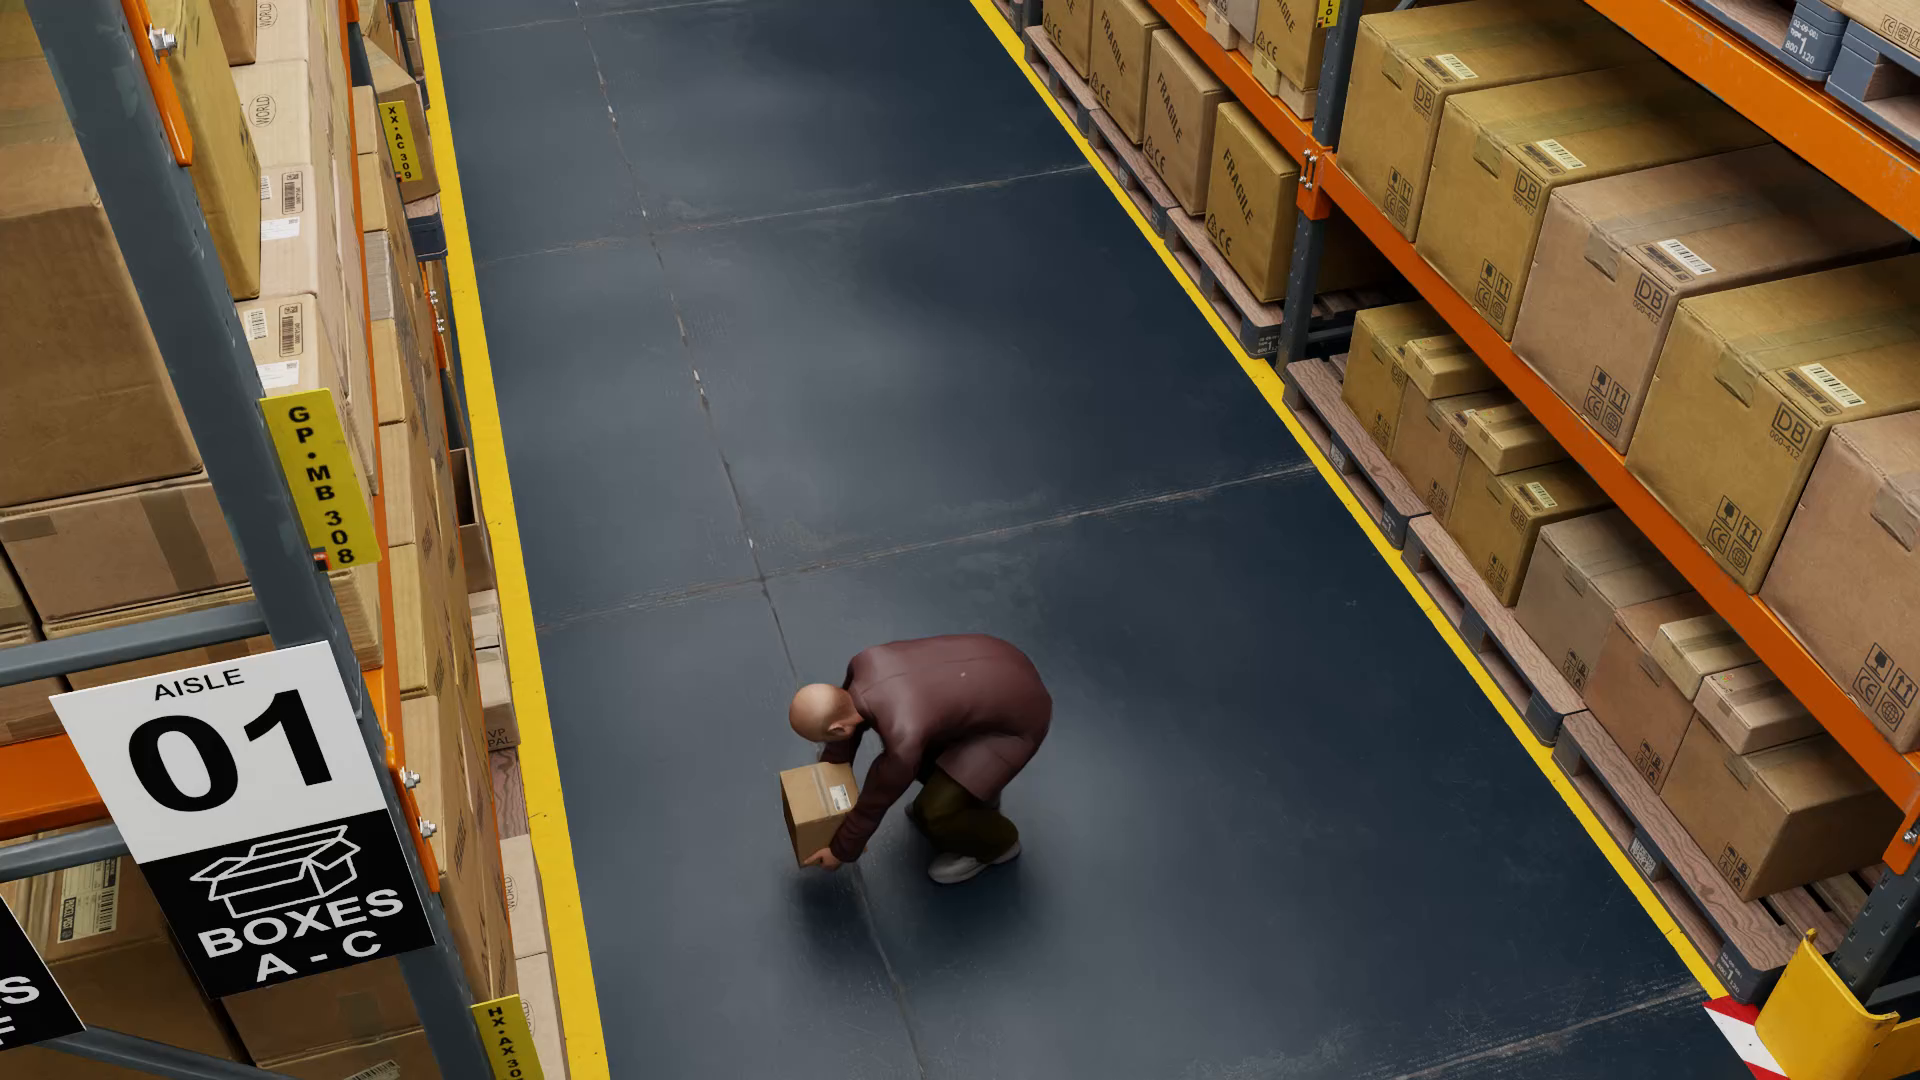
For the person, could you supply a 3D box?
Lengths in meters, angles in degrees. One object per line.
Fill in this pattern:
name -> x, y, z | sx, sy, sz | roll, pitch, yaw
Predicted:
person -> -0.138, 0.780, 5.890 | 0.952, 0.985, 0.594 | -13, 43, -15
